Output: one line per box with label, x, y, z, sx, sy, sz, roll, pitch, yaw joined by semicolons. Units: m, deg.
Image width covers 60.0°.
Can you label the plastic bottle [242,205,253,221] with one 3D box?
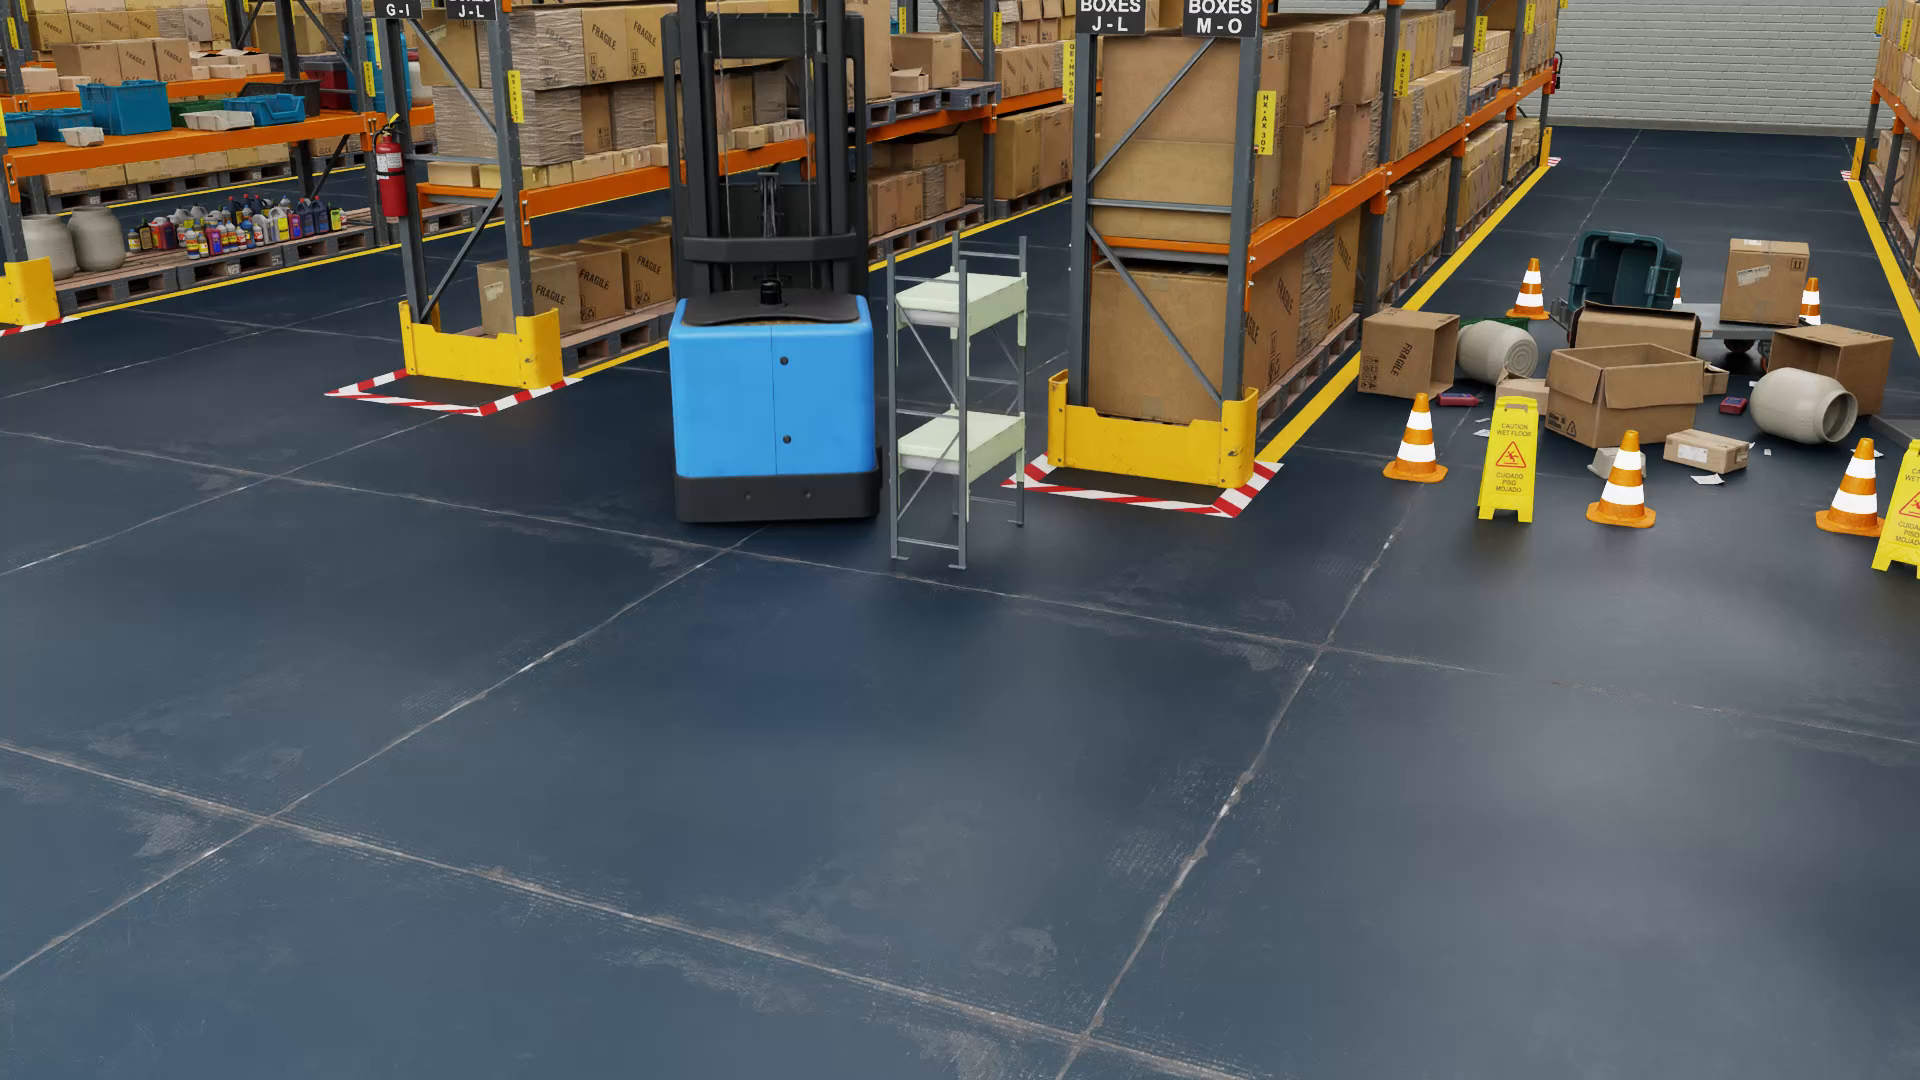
plastic bottle;-6.919;-3.117;16.172;0.097;0.271;0.097;0;20;0

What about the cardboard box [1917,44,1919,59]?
cardboard box;9.741;-4.963;16.306;0.500;0.500;0.500;8;21;21

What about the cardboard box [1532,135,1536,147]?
cardboard box;7.488;-5.358;22.243;0.380;0.149;0.250;8;21;20

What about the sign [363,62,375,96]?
sign;-5.764;-4.498;16.226;0.100;0.325;0.005;9;21;23

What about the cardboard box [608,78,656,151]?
cardboard box;-2.791;-3.211;12.429;0.875;0.500;0.500;9;21;23

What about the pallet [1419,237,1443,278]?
pallet;3.988;-2.733;15.839;1.003;0.211;1.213;9;21;23

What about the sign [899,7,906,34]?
sign;-0.612;-5.610;18.038;0.100;0.325;0.005;9;21;23

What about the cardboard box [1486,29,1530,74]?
cardboard box;6.450;-5.805;19.721;0.500;0.500;0.500;8;21;22

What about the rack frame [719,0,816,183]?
rack frame;-1.743;-3.766;14.583;1.000;3.000;0.127;9;21;23

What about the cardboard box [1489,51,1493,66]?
cardboard box;5.498;-5.168;17.828;0.380;0.149;0.250;9;21;23

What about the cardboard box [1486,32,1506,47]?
cardboard box;5.922;-5.629;18.679;0.380;0.149;0.250;8;21;21

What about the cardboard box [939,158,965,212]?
cardboard box;-0.361;-3.811;17.783;0.700;0.500;0.500;7;21;20

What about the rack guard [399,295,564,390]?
rack guard;-3.349;-1.389;11.629;1.175;0.500;0.348;9;21;23

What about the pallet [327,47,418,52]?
pallet;-8.349;-6.854;23.552;1.003;0.211;1.213;9;21;23

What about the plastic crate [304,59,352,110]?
plastic crate;-6.342;-4.666;17.017;0.402;0.464;0.583;9;21;23

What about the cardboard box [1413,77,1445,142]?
cardboard box;3.823;-3.688;14.213;0.500;0.500;0.500;9;21;24

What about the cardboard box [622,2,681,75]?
cardboard box;-2.293;-3.791;12.568;0.500;0.500;0.500;9;21;23

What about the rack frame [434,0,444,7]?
rack frame;-7.503;-7.572;25.285;1.000;3.000;0.127;9;21;23

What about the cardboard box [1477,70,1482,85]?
cardboard box;5.182;-4.795;17.224;0.380;0.149;0.250;9;22;24

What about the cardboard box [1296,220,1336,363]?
cardboard box;2.054;-1.793;11.578;0.875;0.875;0.875;9;21;23

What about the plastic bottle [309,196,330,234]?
plastic bottle;-6.262;-3.169;16.199;0.144;0.351;0.185;8;21;21

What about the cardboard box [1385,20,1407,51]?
cardboard box;3.148;-3.883;13.270;0.700;0.500;0.500;8;21;22

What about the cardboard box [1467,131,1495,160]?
cardboard box;5.517;-4.293;18.047;0.500;0.250;0.500;8;21;20

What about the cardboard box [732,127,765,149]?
cardboard box;-1.831;-3.307;13.666;0.380;0.149;0.250;9;21;23

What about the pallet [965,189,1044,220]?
pallet;0.287;-3.906;19.137;1.003;0.211;1.213;9;21;23

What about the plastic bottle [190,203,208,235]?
plastic bottle;-7.222;-3.028;15.803;0.144;0.351;0.185;8;21;22

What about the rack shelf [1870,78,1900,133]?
rack shelf;11.393;-5.125;19.476;1.077;0.370;4.000;9;21;23

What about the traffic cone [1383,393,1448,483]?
traffic cone;2.616;-0.604;9.478;0.336;0.463;0.334;9;21;23

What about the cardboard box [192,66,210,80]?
cardboard box;-9.611;-5.834;20.771;0.380;0.149;0.250;10;22;27

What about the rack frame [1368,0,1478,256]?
rack frame;4.379;-4.278;16.021;1.000;3.000;0.127;9;21;23

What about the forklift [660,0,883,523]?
forklift;-1.082;-1.919;9.492;1.130;2.935;3.031;-2;20;-5

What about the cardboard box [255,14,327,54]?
cardboard box;-8.986;-6.803;22.344;0.700;0.500;0.500;2;20;4

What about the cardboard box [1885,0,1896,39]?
cardboard box;11.551;-6.327;20.140;0.500;0.500;0.500;8;21;21

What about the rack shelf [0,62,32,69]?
rack shelf;-14.480;-6.078;22.156;1.077;0.370;4.000;9;21;23

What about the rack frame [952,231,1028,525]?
rack frame;0.147;-0.816;8.526;0.400;1.500;0.023;9;21;23

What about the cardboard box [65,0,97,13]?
cardboard box;-13.021;-7.846;24.312;0.500;0.250;0.500;8;21;22

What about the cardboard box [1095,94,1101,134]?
cardboard box;1.290;-5.210;21.187;1.225;0.875;0.875;9;21;23

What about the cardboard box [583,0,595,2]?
cardboard box;-6.210;-8.826;27.168;0.500;0.500;0.500;9;22;24

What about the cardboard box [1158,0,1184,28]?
cardboard box;3.212;-7.673;24.227;0.500;0.500;0.500;9;21;23

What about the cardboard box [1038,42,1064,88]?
cardboard box;0.965;-5.615;19.632;0.500;0.500;0.500;9;21;23

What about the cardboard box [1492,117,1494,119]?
cardboard box;7.131;-5.745;22.886;0.380;0.149;0.250;8;21;20

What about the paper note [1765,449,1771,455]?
paper note;4.824;-0.525;9.931;0.032;0.001;0.123;9;21;23

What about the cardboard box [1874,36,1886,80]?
cardboard box;11.754;-6.015;20.756;0.500;0.500;0.500;8;21;22

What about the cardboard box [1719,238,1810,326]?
cardboard box;5.662;-1.821;11.712;0.500;0.500;0.500;9;21;23

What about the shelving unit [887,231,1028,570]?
shelving unit;-0.003;-0.705;8.212;0.431;1.500;0.755;9;21;23

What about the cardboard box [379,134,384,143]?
cardboard box;-8.274;-5.793;23.354;0.500;0.500;0.500;8;21;22

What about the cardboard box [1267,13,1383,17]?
cardboard box;2.559;-3.526;12.072;0.875;0.550;0.550;9;21;23

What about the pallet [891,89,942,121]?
pallet;-0.878;-4.288;16.336;1.003;0.211;1.213;9;21;23

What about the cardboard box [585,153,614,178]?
cardboard box;-2.727;-2.707;11.979;0.380;0.149;0.250;9;21;23

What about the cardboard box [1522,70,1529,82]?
cardboard box;6.811;-5.752;20.541;0.380;0.149;0.250;9;21;24

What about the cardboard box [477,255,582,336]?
cardboard box;-3.109;-1.752;12.023;0.500;0.500;0.500;13;23;33

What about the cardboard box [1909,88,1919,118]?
cardboard box;9.505;-4.219;16.079;0.500;0.250;0.500;8;21;22

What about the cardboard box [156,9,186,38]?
cardboard box;-12.396;-7.962;25.758;0.500;0.500;0.500;9;21;23

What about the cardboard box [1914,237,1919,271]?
cardboard box;8.696;-2.418;14.086;0.950;0.372;0.625;7;21;19

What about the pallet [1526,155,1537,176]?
pallet;7.259;-5.143;22.614;1.003;0.211;1.213;9;21;23

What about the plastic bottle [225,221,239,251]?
plastic bottle;-6.691;-2.792;15.258;0.097;0.271;0.097;0;20;0

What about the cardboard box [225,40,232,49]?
cardboard box;-11.904;-8.000;26.832;0.380;0.149;0.250;9;21;23

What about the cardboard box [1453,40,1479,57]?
cardboard box;5.066;-4.990;16.884;0.380;0.149;0.250;8;21;20

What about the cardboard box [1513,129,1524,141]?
cardboard box;7.010;-5.187;21.316;0.380;0.149;0.250;9;21;23
